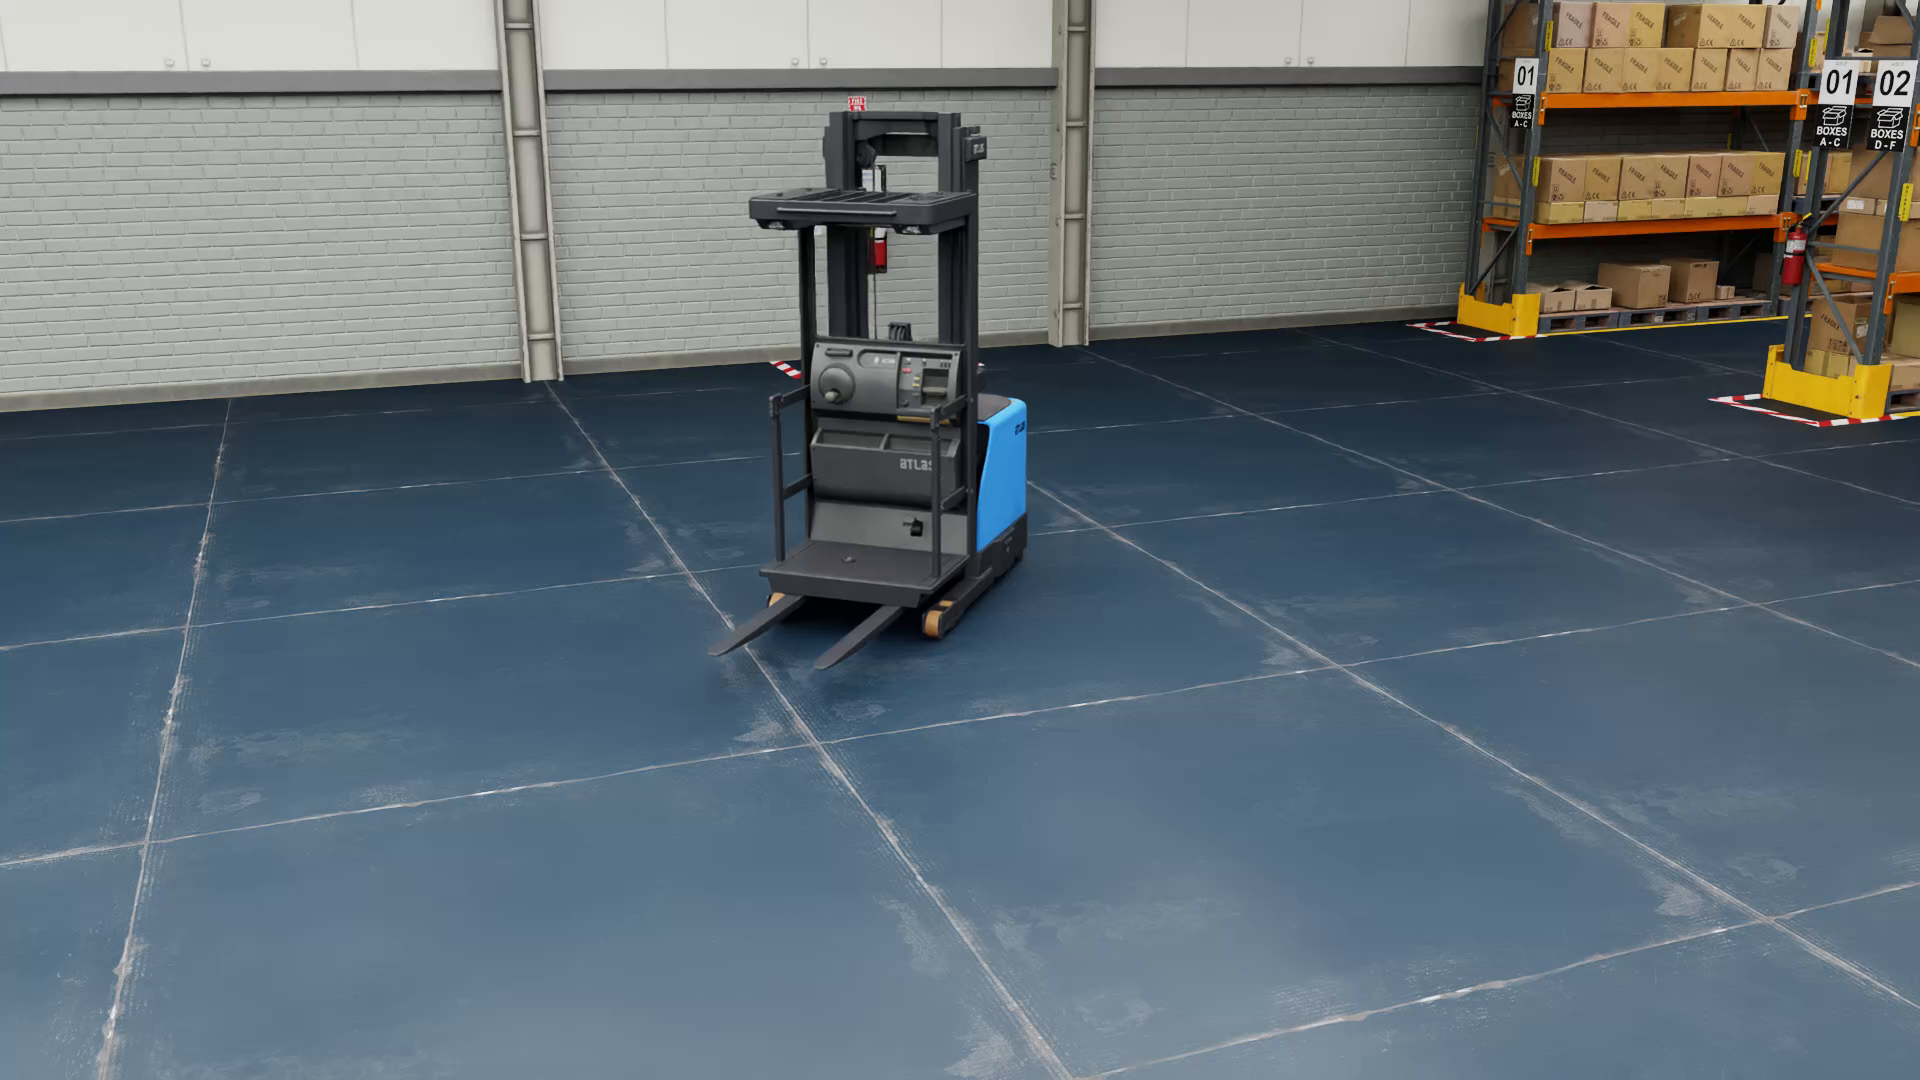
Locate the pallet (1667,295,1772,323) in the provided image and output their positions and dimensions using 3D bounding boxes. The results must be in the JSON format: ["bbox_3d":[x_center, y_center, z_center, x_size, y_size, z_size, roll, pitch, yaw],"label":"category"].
[{"bbox_3d":[9.638,-3.017,21.498,1.213,0.211,1.003,-6,17,-20],"label":"pallet"}]

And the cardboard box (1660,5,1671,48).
[{"bbox_3d":[8.273,-6.268,20.308,0.500,0.500,0.500,-6,17,-20],"label":"cardboard box"}]

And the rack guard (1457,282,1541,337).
[{"bbox_3d":[6.589,-2.837,20.372,0.348,0.500,1.175,-6,17,-20],"label":"rack guard"}]

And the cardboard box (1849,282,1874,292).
[{"bbox_3d":[11.890,-3.628,22.286,0.500,0.500,0.700,-6,17,-19],"label":"cardboard box"}]

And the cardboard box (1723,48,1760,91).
[{"bbox_3d":[9.393,-5.765,20.371,0.500,0.500,0.500,-8,18,-25],"label":"cardboard box"}]

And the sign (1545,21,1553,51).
[{"bbox_3d":[6.712,-5.745,18.962,0.005,0.325,0.100,-6,17,-20],"label":"sign"}]

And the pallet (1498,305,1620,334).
[{"bbox_3d":[7.360,-2.771,20.660,1.213,0.211,1.003,-6,17,-20],"label":"pallet"}]

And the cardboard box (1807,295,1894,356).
[{"bbox_3d":[8.688,-2.100,16.230,0.500,0.500,0.500,-6,17,-20],"label":"cardboard box"}]

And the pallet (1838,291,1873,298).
[{"bbox_3d":[12.120,-3.297,22.451,1.213,0.211,1.003,-6,17,-20],"label":"pallet"}]

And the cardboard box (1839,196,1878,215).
[{"bbox_3d":[8.582,-3.174,15.753,0.250,0.149,0.380,-6,18,-21],"label":"cardboard box"}]

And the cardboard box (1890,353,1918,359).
[{"bbox_3d":[9.340,-1.655,16.045,0.500,0.250,0.500,-6,17,-20],"label":"cardboard box"}]

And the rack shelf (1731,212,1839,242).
[{"bbox_3d":[12.120,-4.289,22.155,4.000,0.370,1.077,-6,17,-20],"label":"rack shelf"}]

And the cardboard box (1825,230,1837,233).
[{"bbox_3d":[11.829,-3.981,22.156,0.500,0.250,0.500,-7,18,-22],"label":"cardboard box"}]

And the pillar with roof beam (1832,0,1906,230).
[{"bbox_3d":[14.005,-6.678,18.367,0.400,9.000,9.100,-6,17,-20],"label":"pillar with roof beam"}]

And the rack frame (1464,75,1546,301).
[{"bbox_3d":[6.518,-4.029,19.994,0.127,3.000,1.000,-6,17,-20],"label":"rack frame"}]

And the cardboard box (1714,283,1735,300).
[{"bbox_3d":[9.764,-3.222,21.494,0.250,0.166,0.380,-9,18,-27],"label":"cardboard box"}]

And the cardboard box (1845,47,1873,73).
[{"bbox_3d":[11.367,-6.126,21.225,0.500,0.311,0.500,-6,17,-18],"label":"cardboard box"}]

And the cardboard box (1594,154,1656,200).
[{"bbox_3d":[8.021,-4.393,20.134,0.500,0.500,0.500,-7,18,-22],"label":"cardboard box"}]

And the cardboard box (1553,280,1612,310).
[{"bbox_3d":[7.728,-3.053,20.663,0.500,0.311,0.500,-5,17,-15],"label":"cardboard box"}]

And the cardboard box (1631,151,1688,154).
[{"bbox_3d":[8.788,-4.637,20.965,0.500,0.500,0.500,-6,17,-19],"label":"cardboard box"}]

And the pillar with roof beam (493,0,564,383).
[{"bbox_3d":[-2.803,-4.863,12.187,0.400,9.000,9.100,-6,17,-20],"label":"pillar with roof beam"}]

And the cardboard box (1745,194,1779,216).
[{"bbox_3d":[9.919,-4.242,20.951,0.500,0.250,0.500,-6,17,-20],"label":"cardboard box"}]

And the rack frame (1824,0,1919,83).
[{"bbox_3d":[8.294,-5.604,14.711,0.127,3.000,1.000,-6,17,-20],"label":"rack frame"}]

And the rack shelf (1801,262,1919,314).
[{"bbox_3d":[10.161,-2.582,16.345,4.000,0.370,1.077,-6,17,-20],"label":"rack shelf"}]

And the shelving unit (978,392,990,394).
[{"bbox_3d":[0.050,-0.509,11.469,0.252,1.050,0.215,-6,17,-20],"label":"shelving unit"}]

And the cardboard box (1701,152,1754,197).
[{"bbox_3d":[9.458,-4.549,20.664,0.500,0.500,0.500,-6,17,-20],"label":"cardboard box"}]

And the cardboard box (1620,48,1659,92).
[{"bbox_3d":[7.917,-5.592,19.779,0.500,0.500,0.500,-5,17,-18],"label":"cardboard box"}]

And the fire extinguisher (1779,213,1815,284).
[{"bbox_3d":[8.017,-2.799,15.943,0.183,0.674,0.296,-6,17,-20],"label":"fire extinguisher"}]

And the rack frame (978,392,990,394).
[{"bbox_3d":[0.164,-0.521,11.511,0.008,1.050,0.200,-6,17,-20],"label":"rack frame"}]

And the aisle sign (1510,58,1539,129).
[{"bbox_3d":[6.558,-5.190,19.334,0.004,0.787,0.394,-6,17,-20],"label":"aisle sign"}]

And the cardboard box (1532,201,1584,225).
[{"bbox_3d":[7.087,-3.932,19.895,0.500,0.250,0.500,-7,18,-22],"label":"cardboard box"}]

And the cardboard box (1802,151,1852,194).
[{"bbox_3d":[11.265,-4.788,21.621,0.500,0.500,0.700,-4,17,-14],"label":"cardboard box"}]

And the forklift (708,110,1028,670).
[{"bbox_3d":[-0.515,-0.963,9.676,1.130,2.935,3.031,6,17,19],"label":"forklift"}]

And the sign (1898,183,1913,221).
[{"bbox_3d":[8.487,-3.033,14.924,0.005,0.325,0.100,-6,17,-20],"label":"sign"}]

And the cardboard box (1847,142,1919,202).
[{"bbox_3d":[8.784,-3.445,15.527,0.500,0.500,0.700,-6,17,-20],"label":"cardboard box"}]

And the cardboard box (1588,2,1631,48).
[{"bbox_3d":[7.451,-6.018,19.455,0.500,0.500,0.500,-6,18,-21],"label":"cardboard box"}]

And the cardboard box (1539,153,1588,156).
[{"bbox_3d":[7.355,-4.478,20.423,0.500,0.500,0.500,-6,17,-19],"label":"cardboard box"}]

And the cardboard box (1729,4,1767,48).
[{"bbox_3d":[9.371,-6.228,20.173,0.500,0.500,0.500,-5,17,-17],"label":"cardboard box"}]

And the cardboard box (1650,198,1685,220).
[{"bbox_3d":[8.517,-4.088,20.427,0.500,0.250,0.500,-6,17,-20],"label":"cardboard box"}]

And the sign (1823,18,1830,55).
[{"bbox_3d":[8.113,-4.696,15.511,0.005,0.325,0.100,-6,17,-20],"label":"sign"}]

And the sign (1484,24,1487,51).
[{"bbox_3d":[6.338,-6.041,19.951,0.005,0.325,0.100,-6,17,-20],"label":"sign"}]
